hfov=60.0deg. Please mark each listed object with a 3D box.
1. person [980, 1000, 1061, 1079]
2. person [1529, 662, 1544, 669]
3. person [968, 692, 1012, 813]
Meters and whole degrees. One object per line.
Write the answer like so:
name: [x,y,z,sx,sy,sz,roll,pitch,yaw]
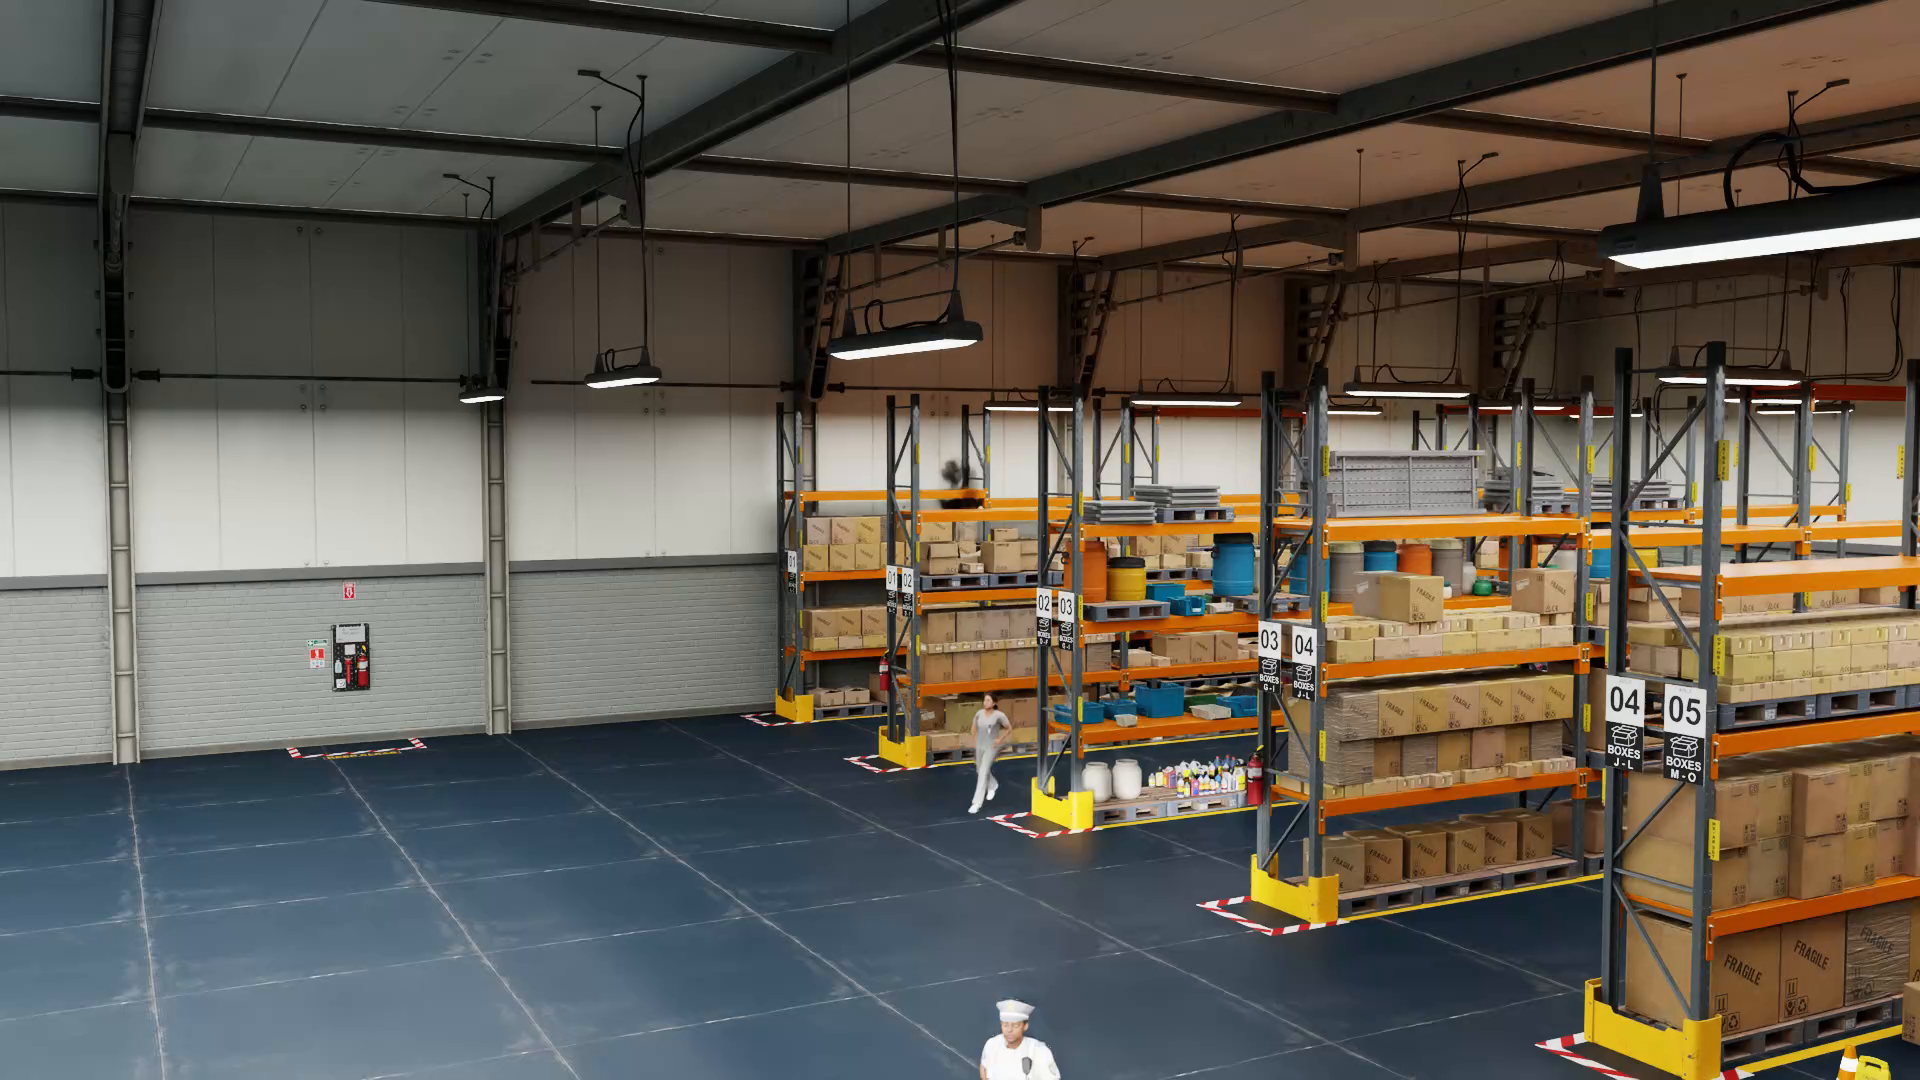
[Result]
person: [0.381,3.728,10.493,0.570,1.740,0.762,1,3,11]
person: [10.585,2.634,30.851,0.666,1.605,0.612,-2,4,-38]
person: [0.430,2.995,23.685,0.579,1.678,0.877,2,4,32]
